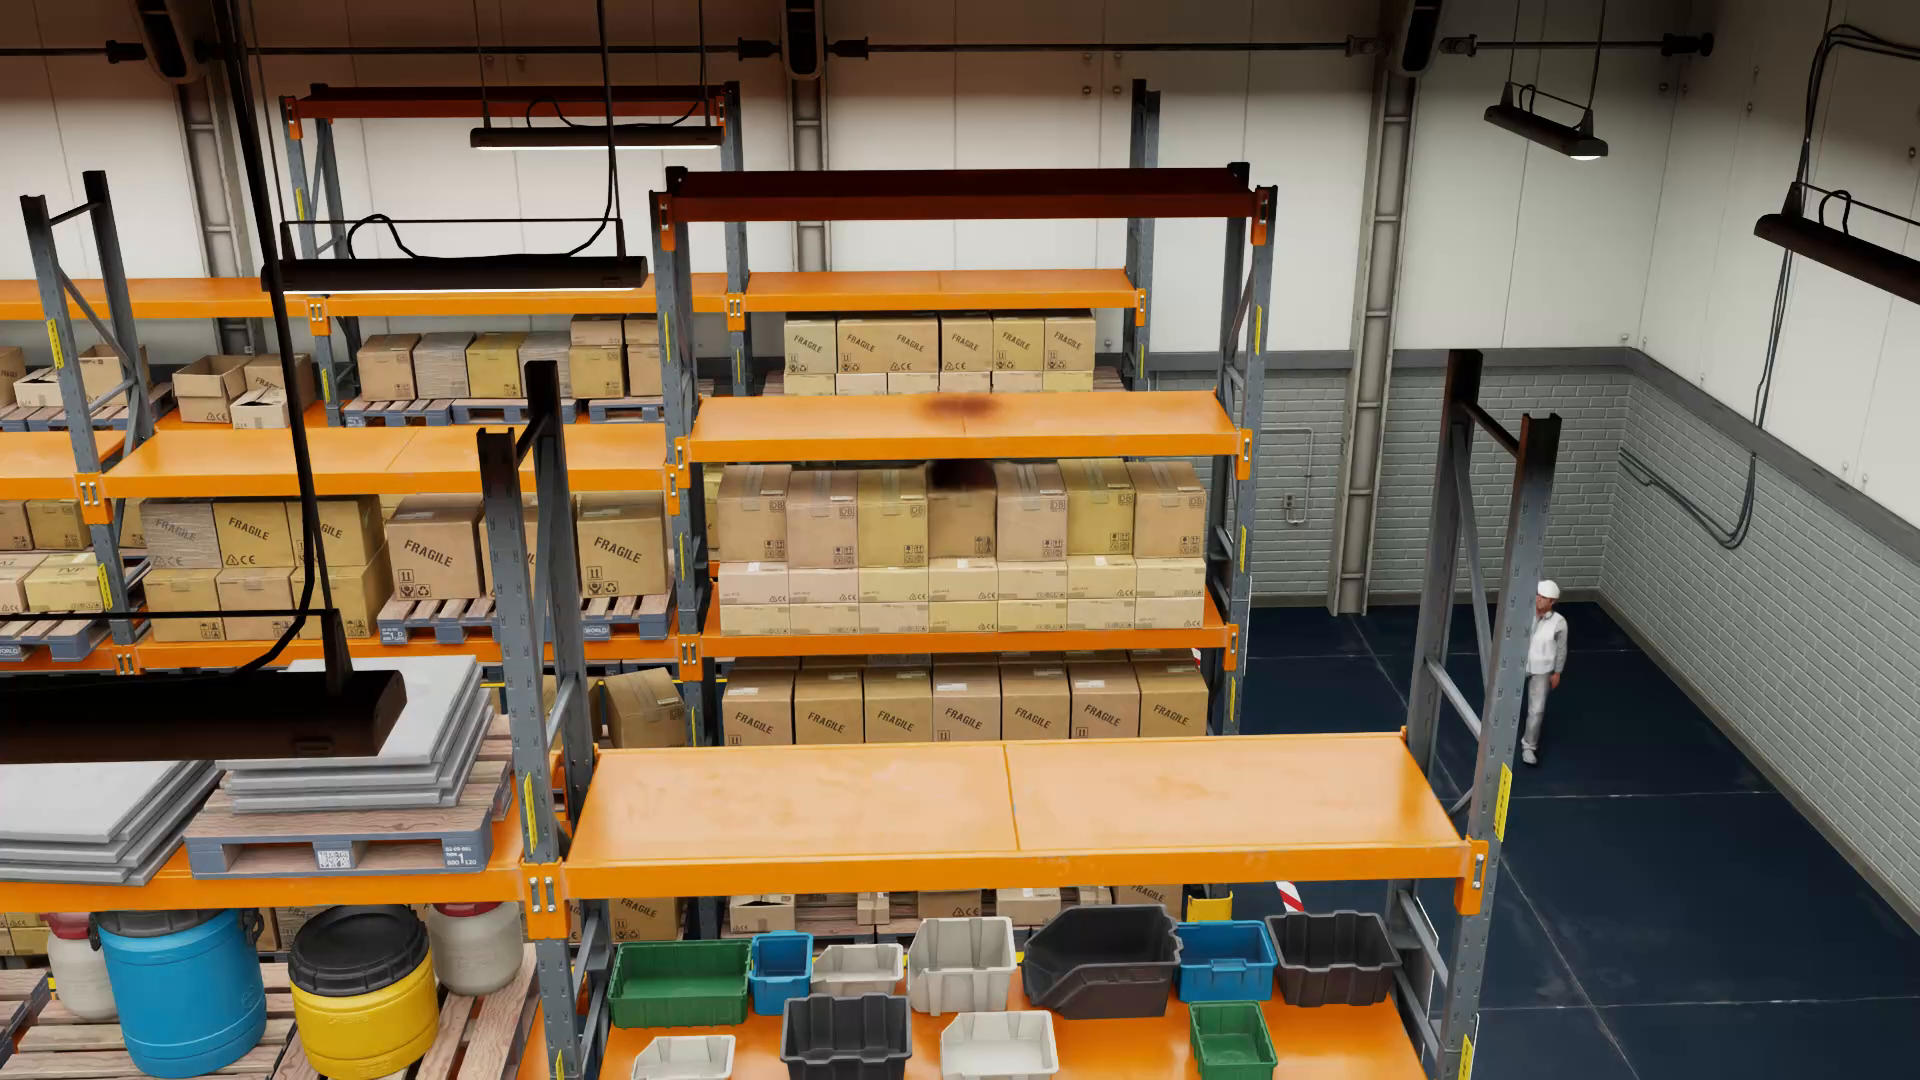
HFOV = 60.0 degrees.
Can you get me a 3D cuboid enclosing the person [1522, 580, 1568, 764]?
[{"bbox_3d":[5.472,1.193,15.943,0.617,1.723,1.012,7,23,16],"label":"person"}]
